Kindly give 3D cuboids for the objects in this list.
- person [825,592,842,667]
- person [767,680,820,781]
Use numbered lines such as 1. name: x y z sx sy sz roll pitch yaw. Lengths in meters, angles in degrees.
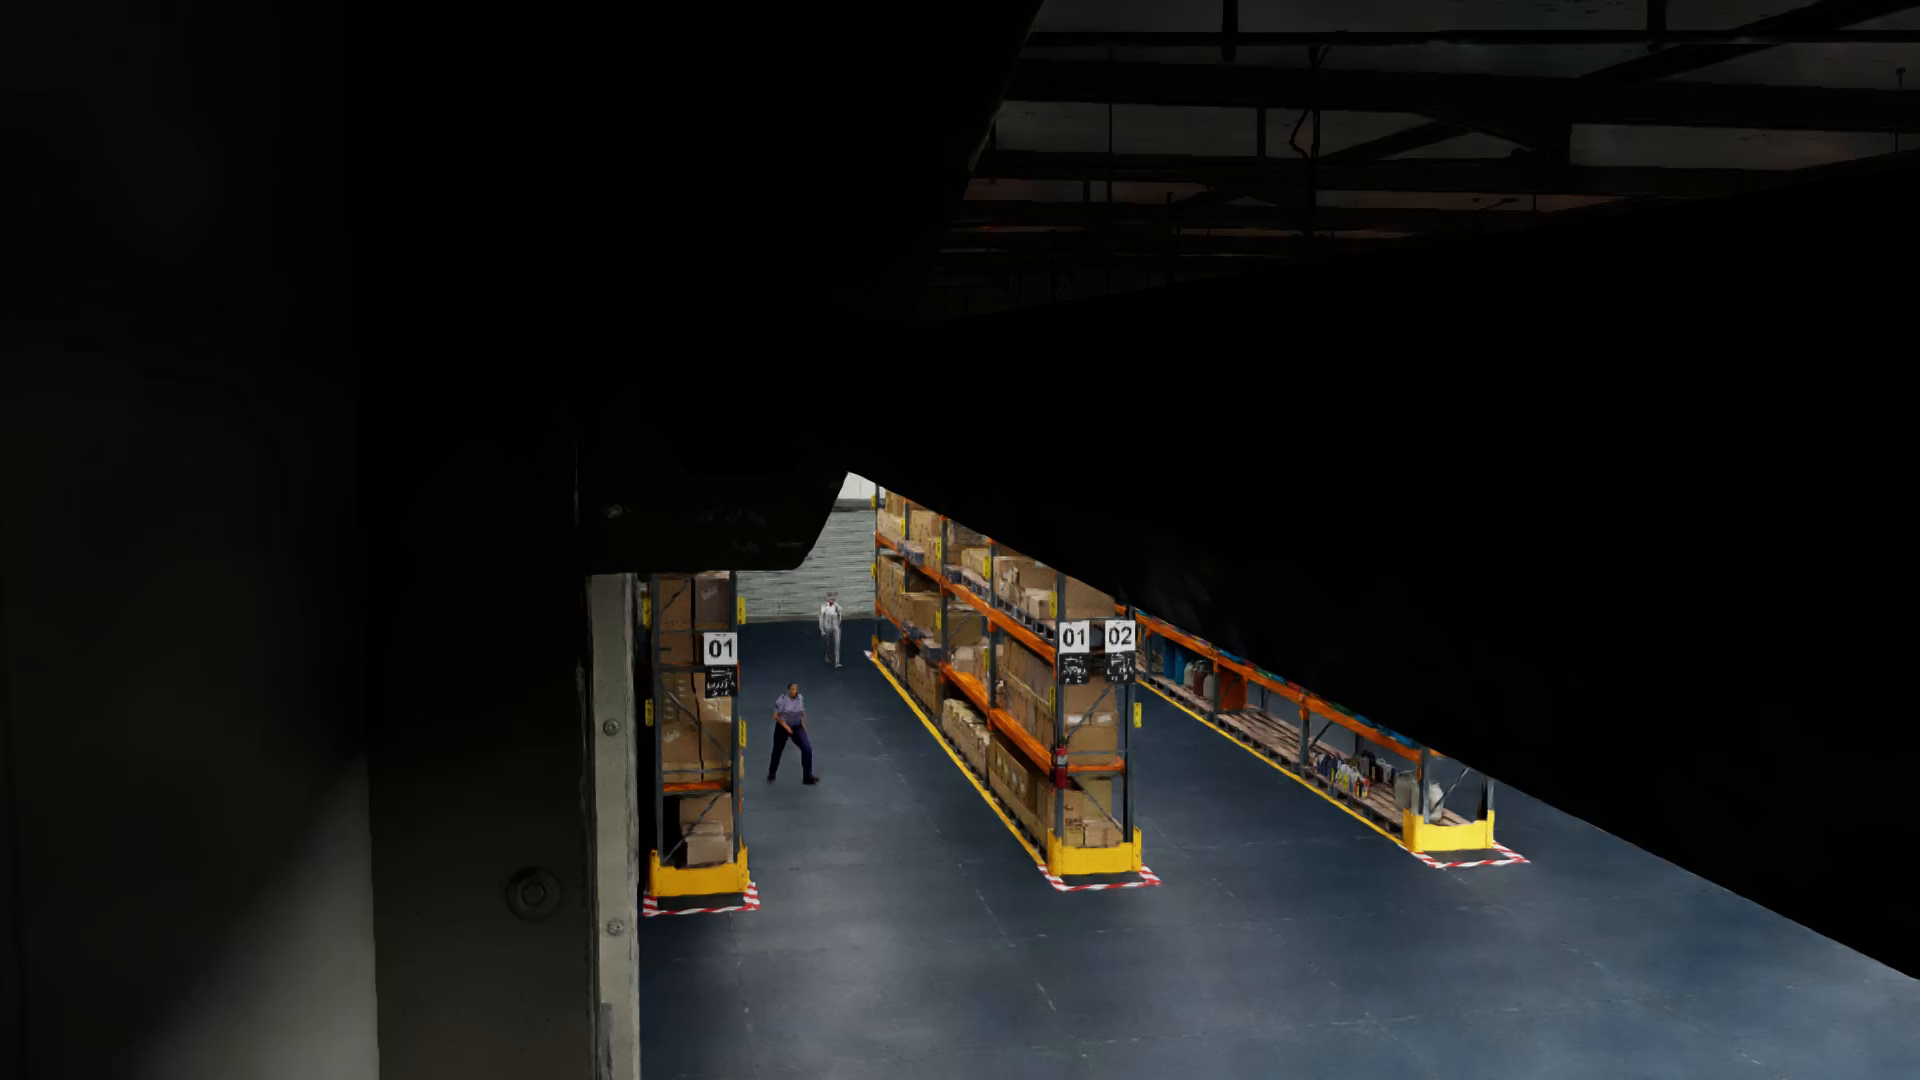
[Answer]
1. person: -2.715 1.875 35.496 0.367 1.587 1.071 -1 6 -7
2. person: -2.602 2.912 25.608 0.656 1.581 0.818 -3 7 -27
